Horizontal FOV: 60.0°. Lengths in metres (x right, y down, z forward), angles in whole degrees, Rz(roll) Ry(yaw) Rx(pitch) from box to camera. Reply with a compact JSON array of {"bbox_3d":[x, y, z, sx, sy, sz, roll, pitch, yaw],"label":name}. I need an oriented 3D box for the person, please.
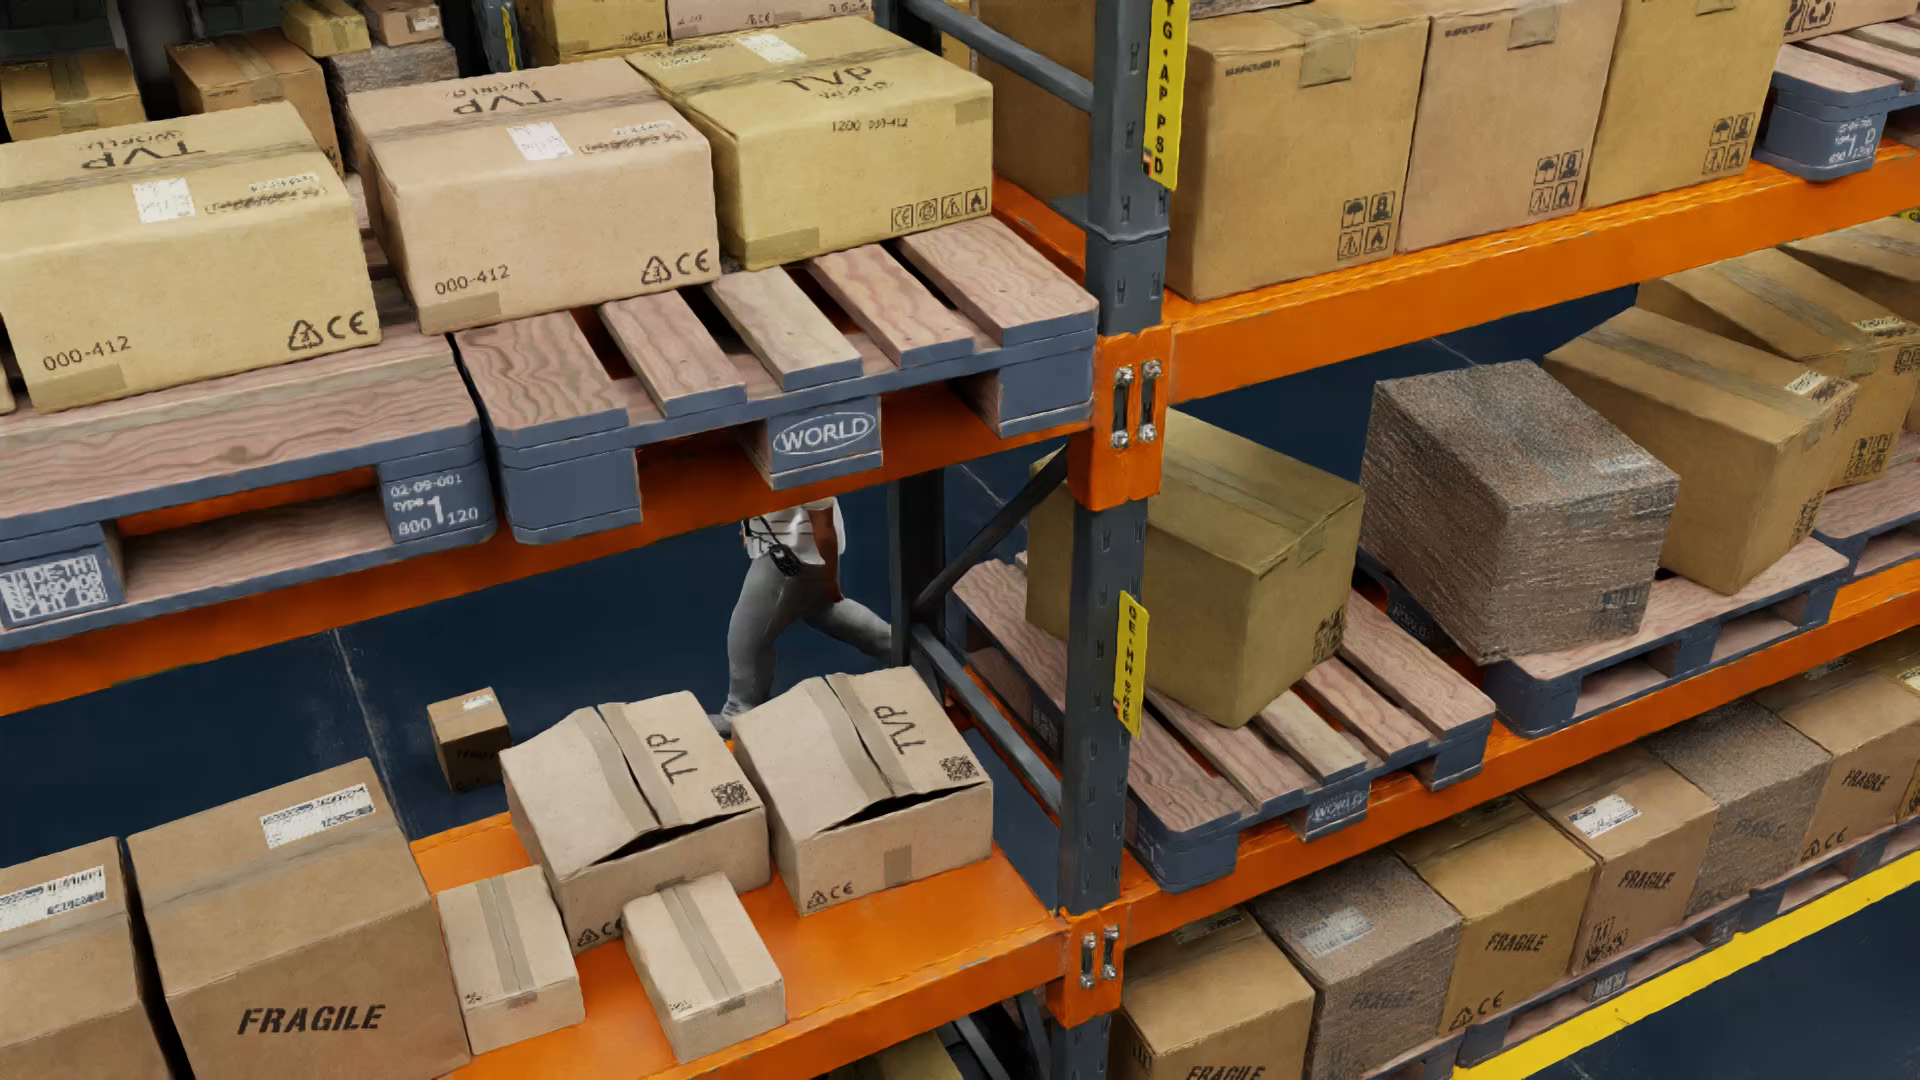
[{"bbox_3d":[-0.591,0.014,6.118,0.964,1.625,0.491,-3,33,-4],"label":"person"}]
